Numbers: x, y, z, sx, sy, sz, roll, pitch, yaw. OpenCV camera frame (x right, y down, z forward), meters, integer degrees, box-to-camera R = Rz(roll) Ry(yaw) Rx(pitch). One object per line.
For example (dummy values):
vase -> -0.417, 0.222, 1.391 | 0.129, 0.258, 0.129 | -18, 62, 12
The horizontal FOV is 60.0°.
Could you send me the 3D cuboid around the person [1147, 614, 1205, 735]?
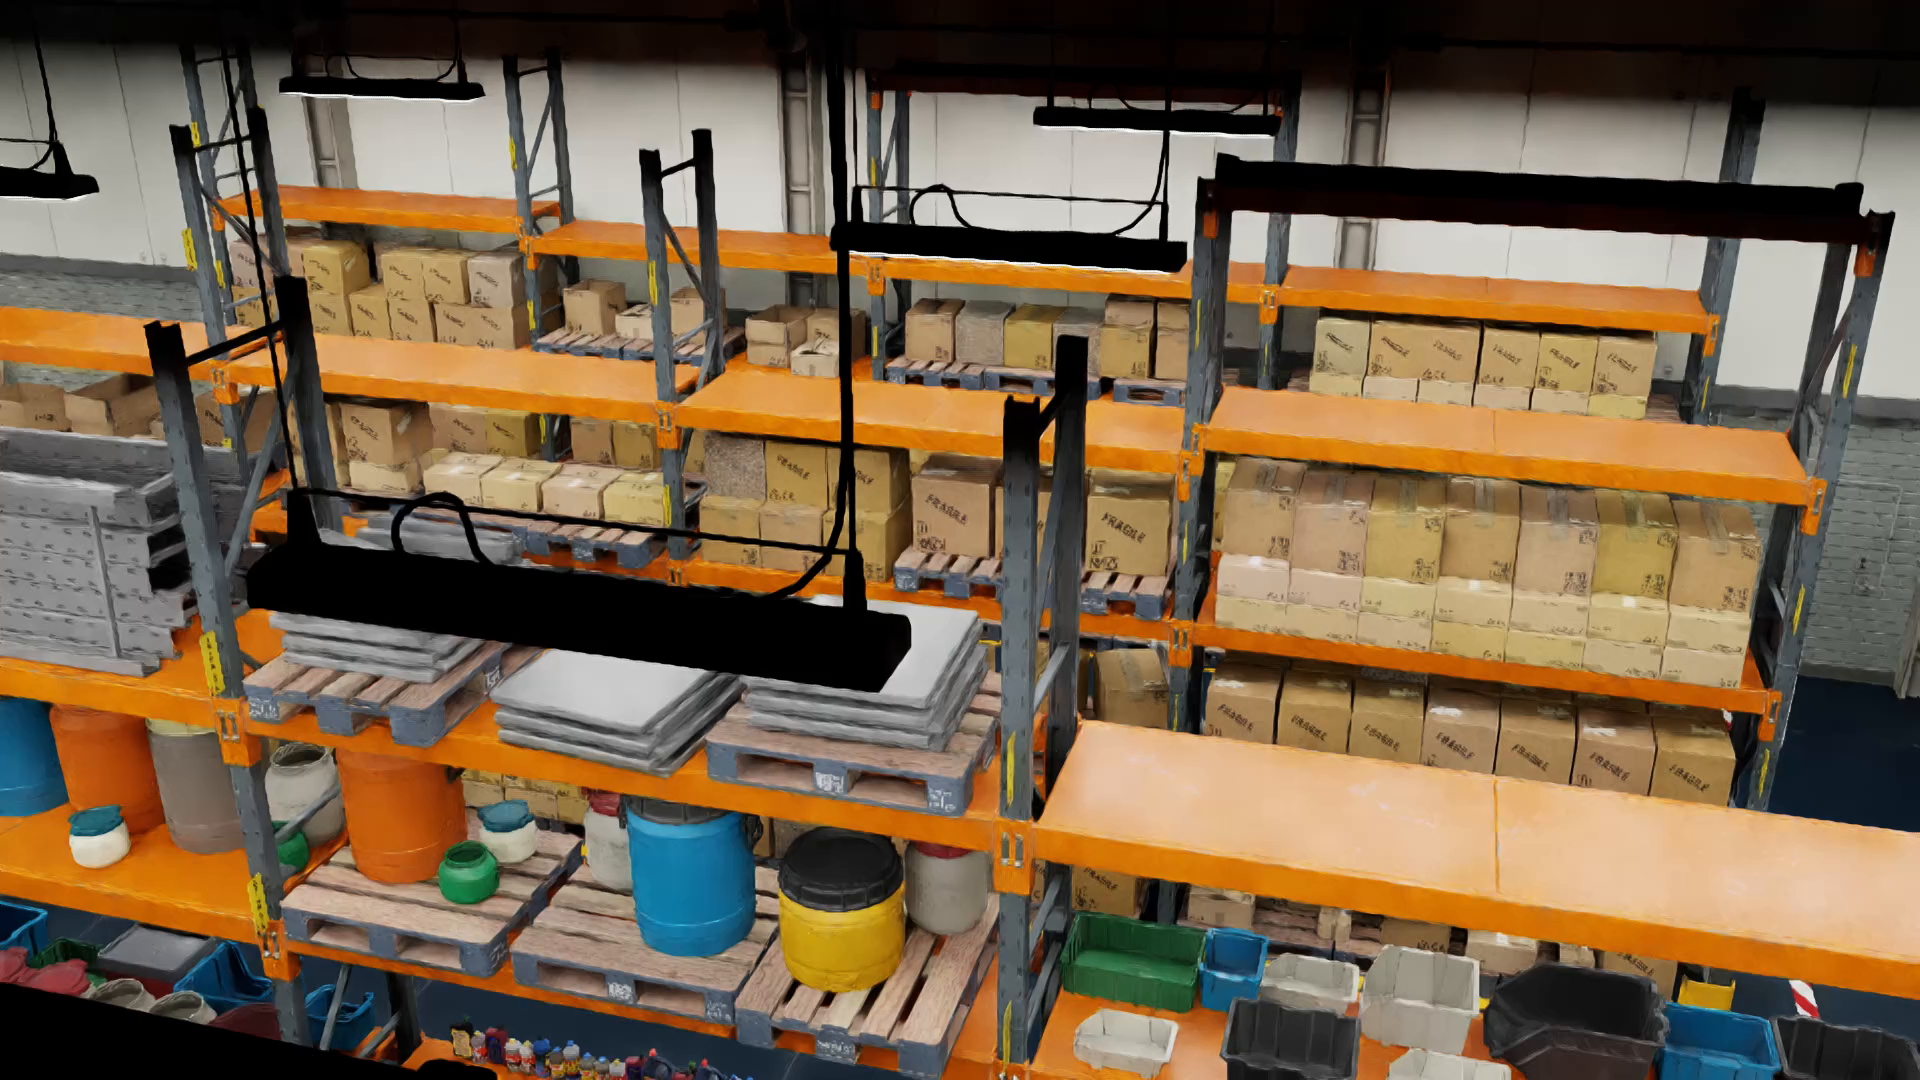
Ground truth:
person -> 1.895, 1.313, 15.359 | 1.194, 1.698, 0.598 | 7, 24, 17
